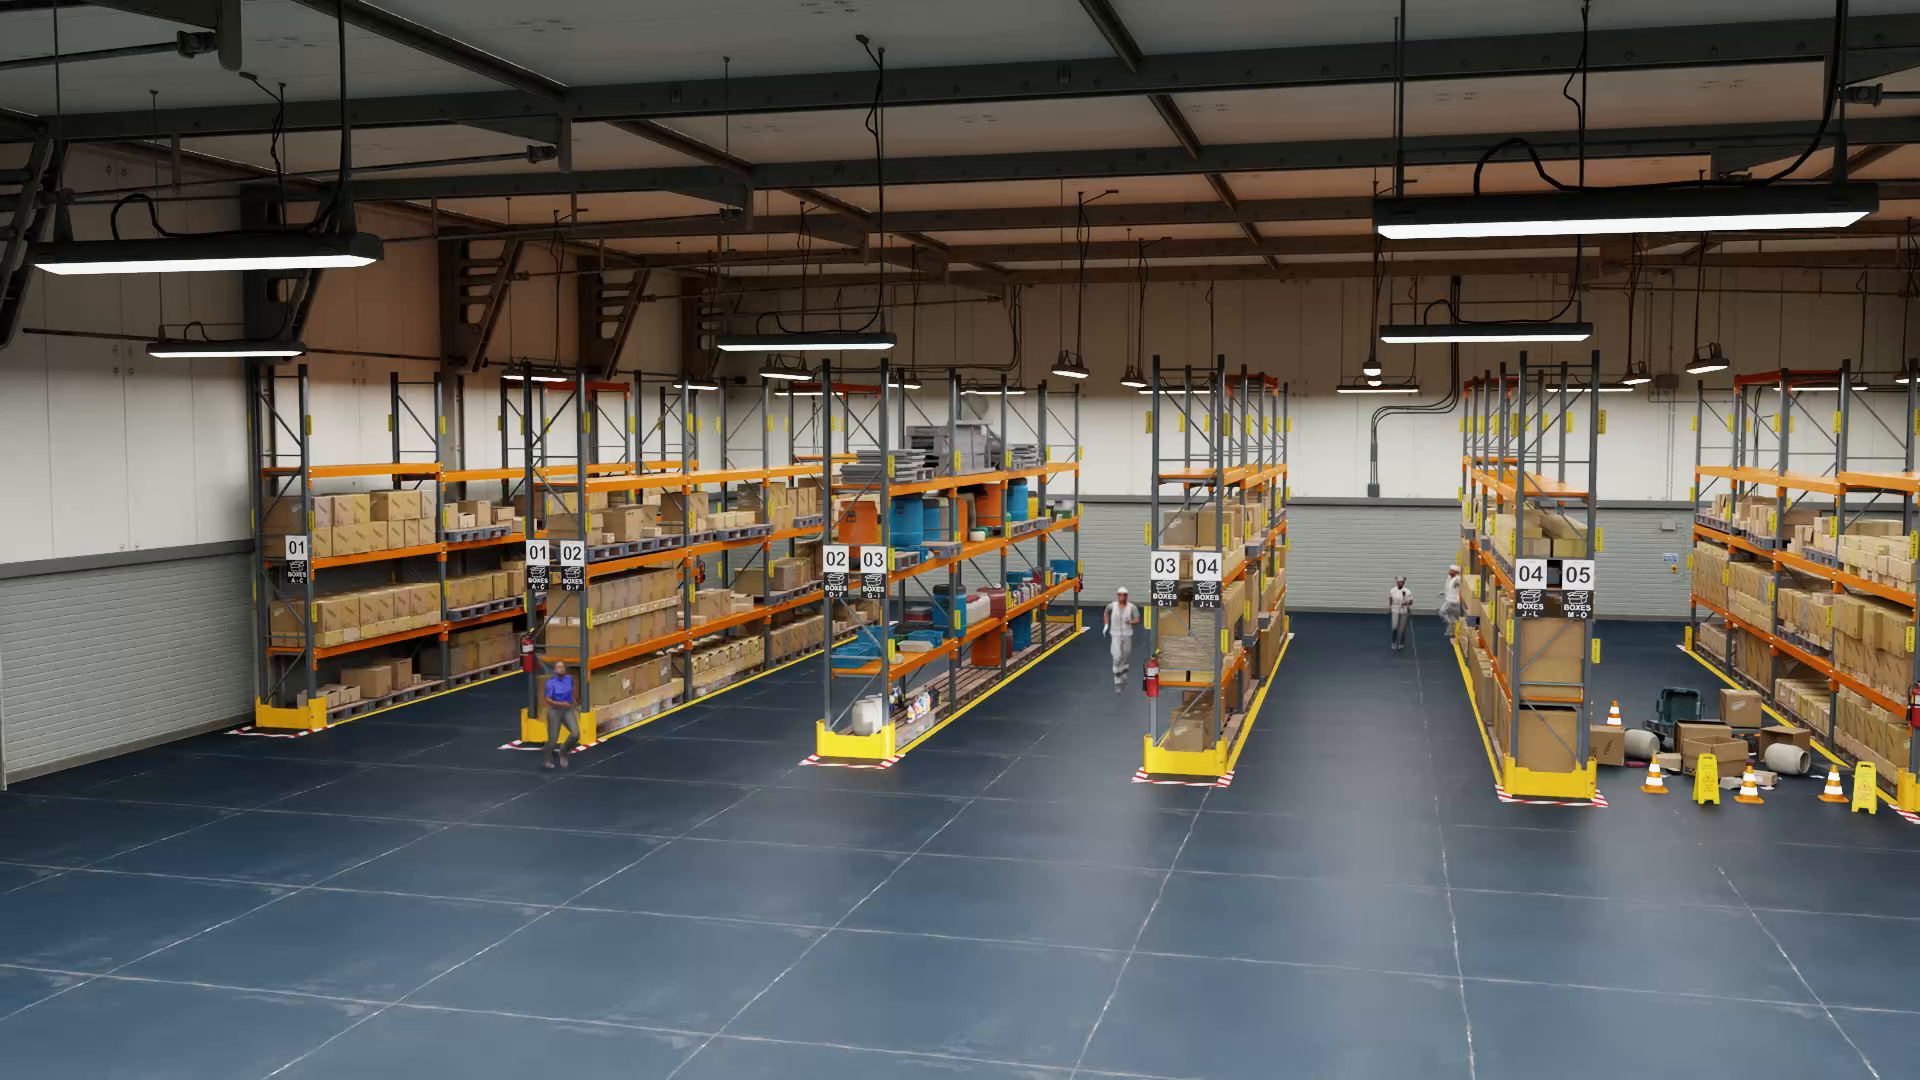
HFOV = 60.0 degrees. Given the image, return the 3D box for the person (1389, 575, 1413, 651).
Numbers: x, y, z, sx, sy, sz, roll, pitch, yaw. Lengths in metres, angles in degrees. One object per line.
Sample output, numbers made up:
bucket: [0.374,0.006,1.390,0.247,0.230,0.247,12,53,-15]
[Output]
person: [9.745,1.620,36.834,0.554,1.688,0.677,2,4,22]

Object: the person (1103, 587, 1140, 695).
person: [2.885,1.781,29.689,0.643,1.895,0.835,0,4,3]

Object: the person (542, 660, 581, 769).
person: [-5.737,2.521,24.017,0.591,1.607,0.803,-3,5,-40]

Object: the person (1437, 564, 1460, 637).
person: [11.585,1.433,39.190,0.620,1.748,0.745,0,4,1]
